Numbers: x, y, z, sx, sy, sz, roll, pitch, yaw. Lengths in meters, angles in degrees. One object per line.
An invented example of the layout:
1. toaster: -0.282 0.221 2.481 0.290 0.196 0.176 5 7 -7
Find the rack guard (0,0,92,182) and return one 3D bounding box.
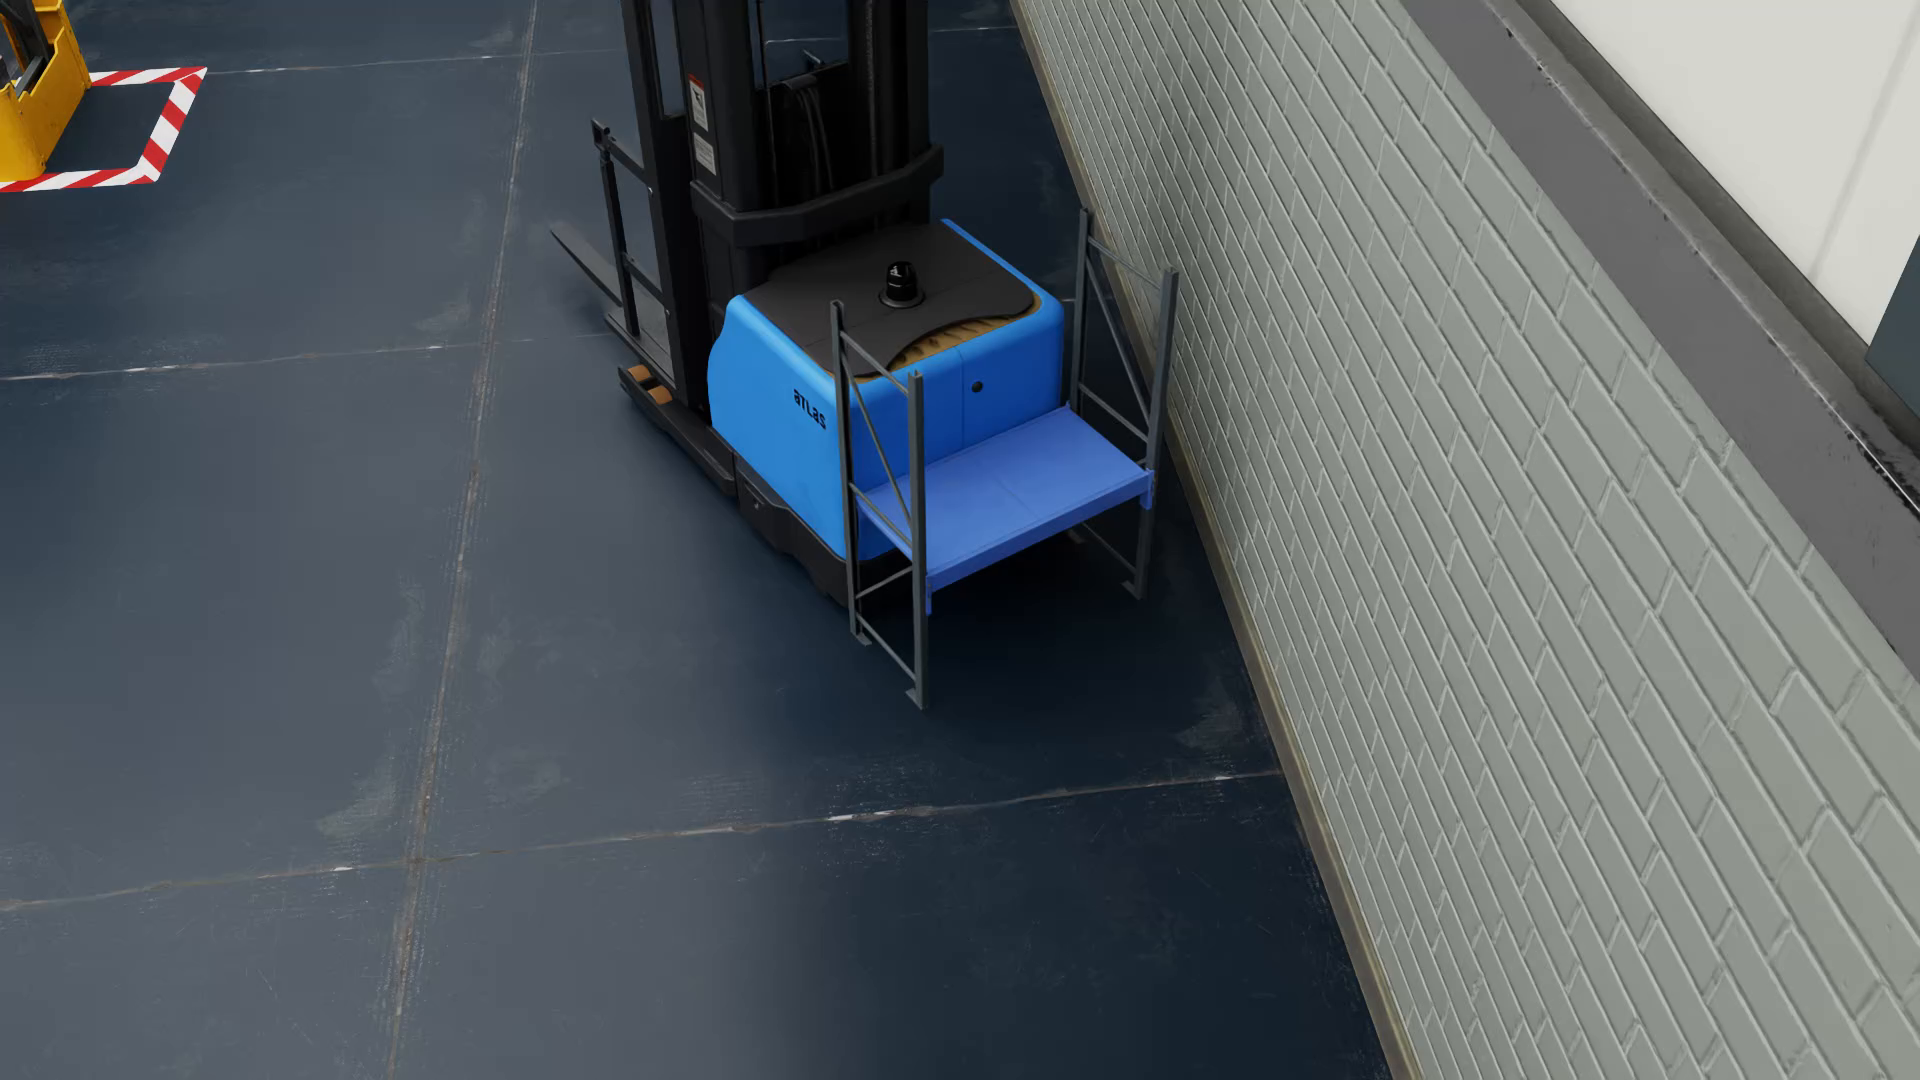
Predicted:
1. rack guard: -5.165 -2.484 9.131 0.348 0.500 1.175 -5 42 -6

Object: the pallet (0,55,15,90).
1. pallet: -6.009 -2.320 9.165 1.213 0.211 1.003 -5 42 -6

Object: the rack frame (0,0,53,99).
1. rack frame: -5.187 -3.402 8.282 0.127 3.000 1.000 -5 42 -6

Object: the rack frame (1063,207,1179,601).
1. rack frame: 0.572 -0.463 6.144 0.032 1.500 0.500 -25 48 -25

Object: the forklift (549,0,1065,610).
1. forklift: -0.859 -1.768 6.522 1.130 2.935 3.031 -26 48 -26

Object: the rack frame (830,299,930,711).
1. rack frame: -0.266 -0.077 5.716 0.032 1.500 0.500 -25 48 -25

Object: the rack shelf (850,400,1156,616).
1. rack shelf: 0.153 -0.137 6.050 1.000 0.185 0.538 -25 48 -25

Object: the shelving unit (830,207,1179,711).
1. shelving unit: 0.153 -0.270 5.930 1.048 1.500 0.538 -25 48 -25
